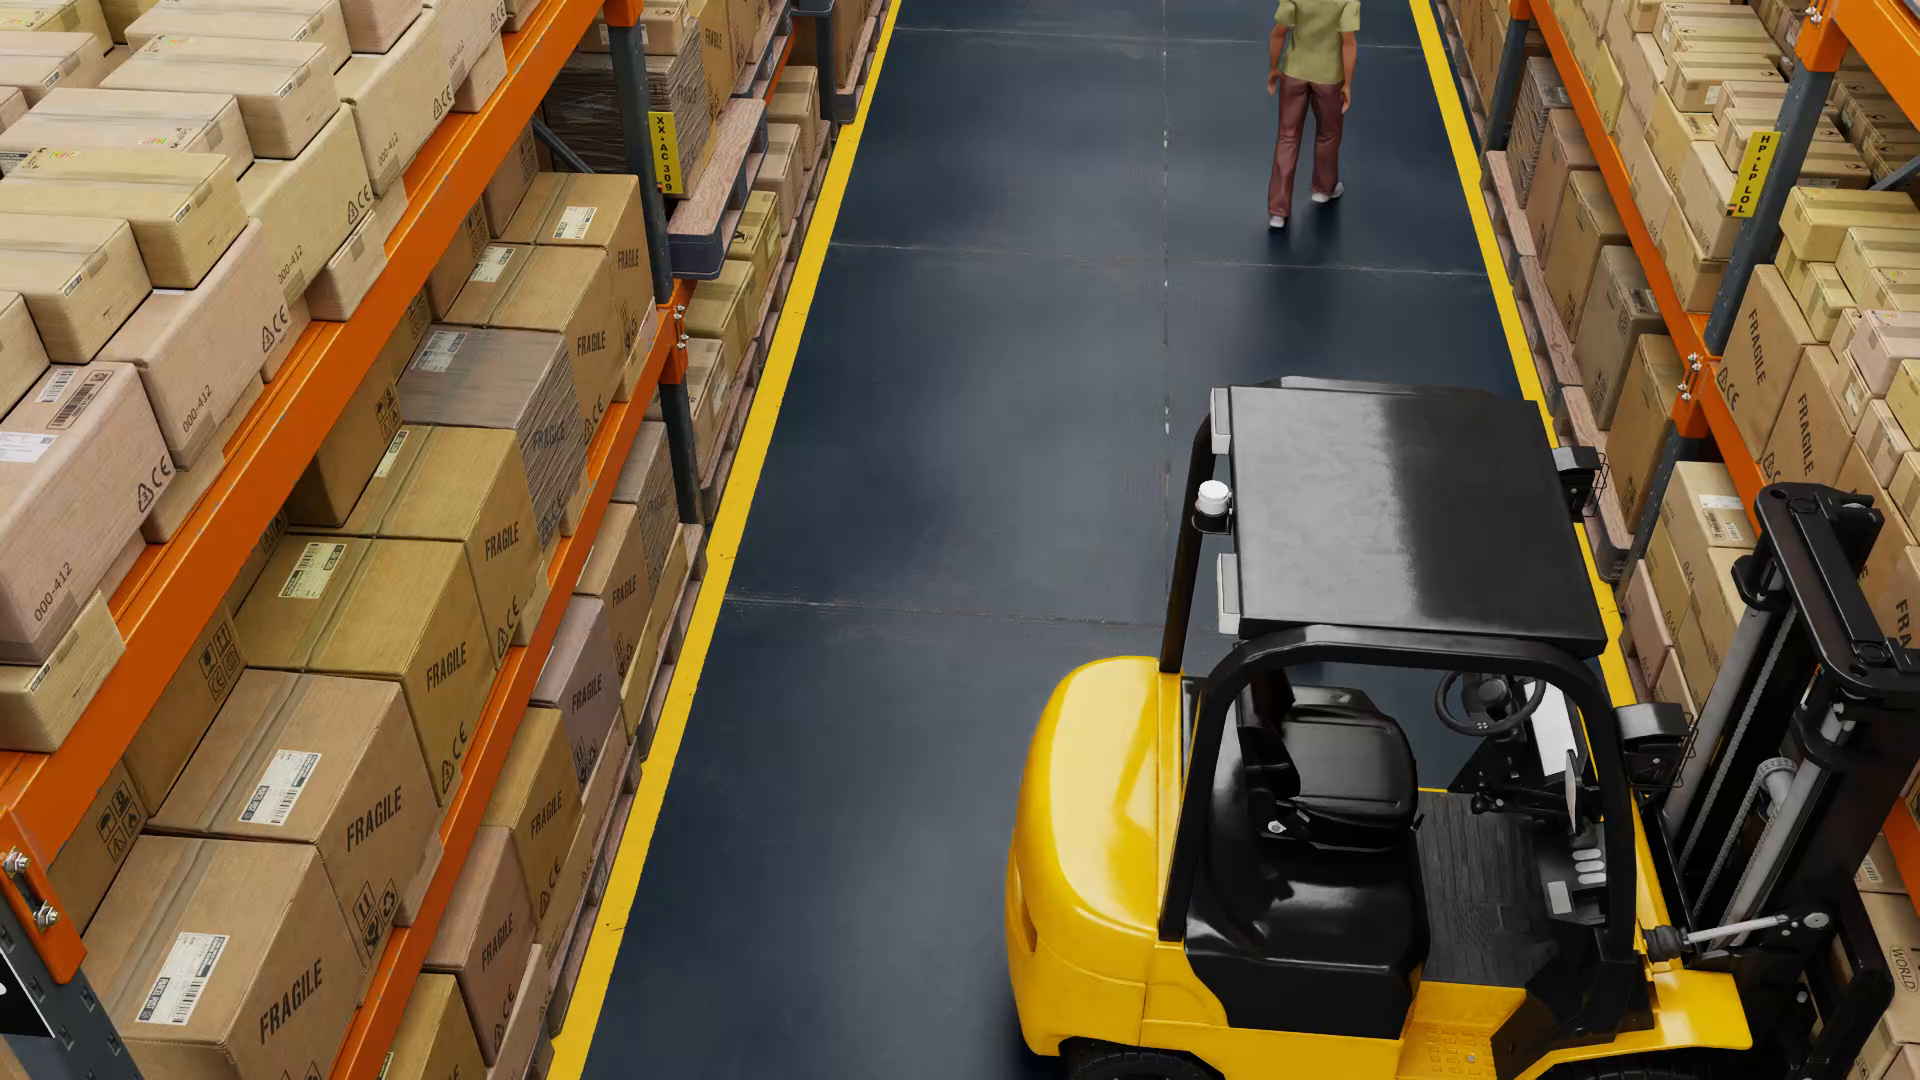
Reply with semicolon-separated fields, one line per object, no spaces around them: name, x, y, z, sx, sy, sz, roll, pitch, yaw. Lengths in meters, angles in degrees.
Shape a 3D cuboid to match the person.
person;1.959;-2.587;9.190;0.488;1.671;0.646;12;42;14
